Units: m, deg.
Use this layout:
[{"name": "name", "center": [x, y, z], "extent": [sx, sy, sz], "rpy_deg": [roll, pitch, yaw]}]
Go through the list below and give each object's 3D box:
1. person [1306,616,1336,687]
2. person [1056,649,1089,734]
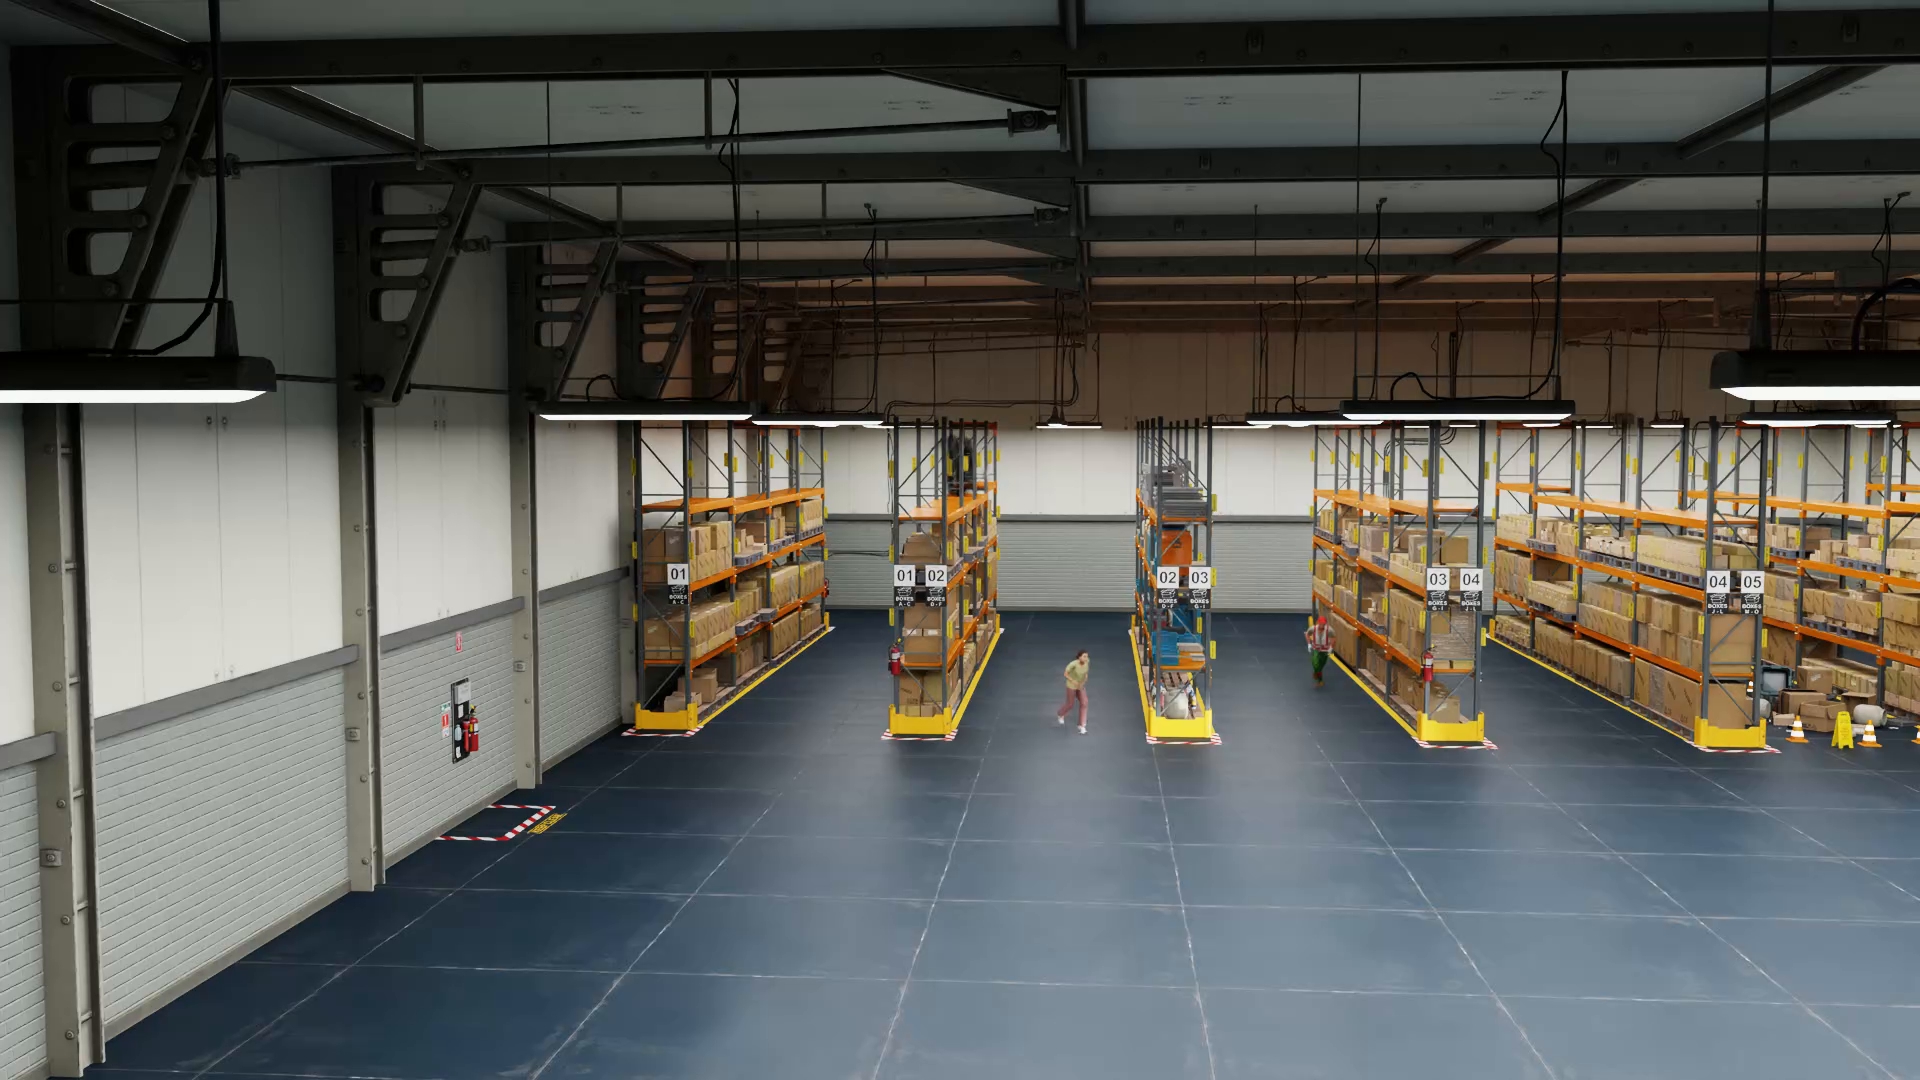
[{"name": "person", "center": [8.129, 2.489, 37.494], "extent": [0.663, 1.618, 1.091], "rpy_deg": [1, 4, 9]}, {"name": "person", "center": [2.167, 2.862, 31.882], "extent": [0.614, 1.624, 1.004], "rpy_deg": [-2, 4, -34]}]
